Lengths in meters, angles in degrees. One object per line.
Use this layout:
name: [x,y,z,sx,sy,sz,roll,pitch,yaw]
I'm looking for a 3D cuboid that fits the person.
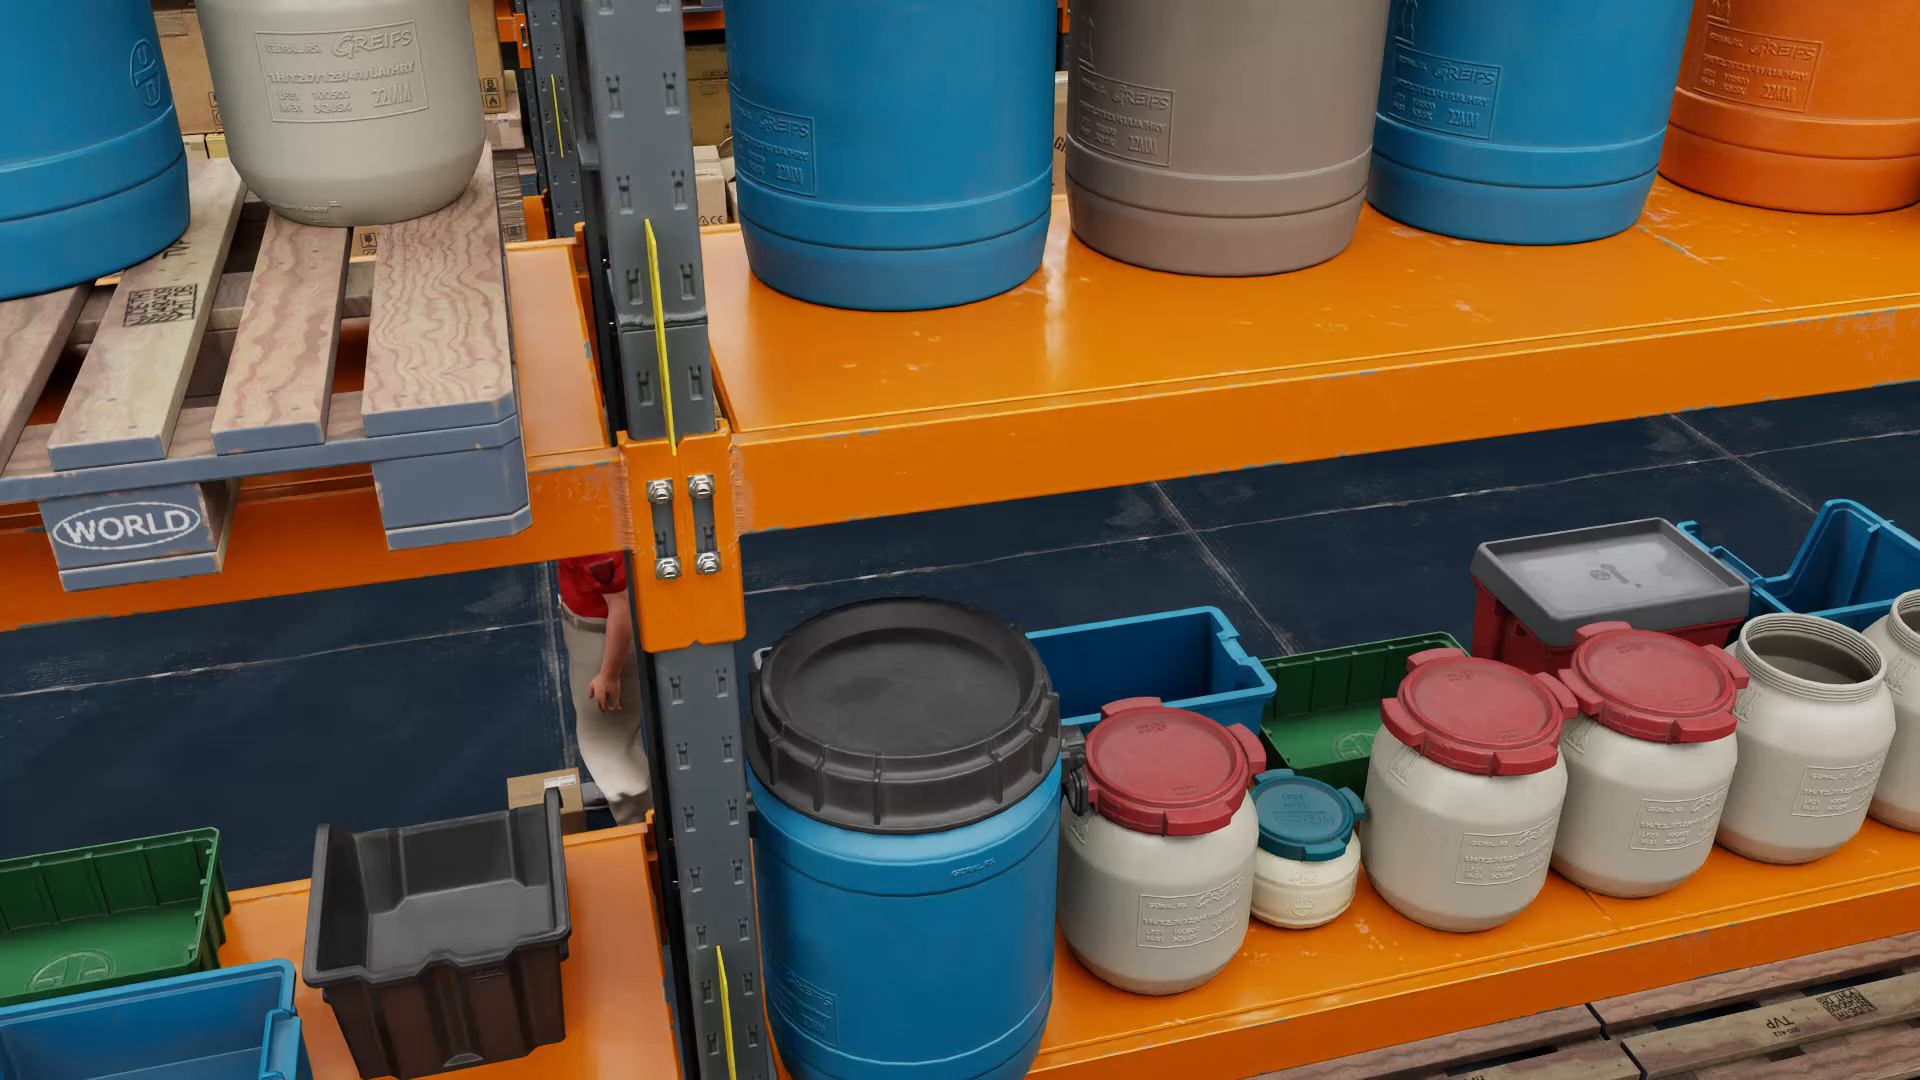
person: [-1.210,0.324,5.584,0.393,1.726,0.606,-10,31,-16]
